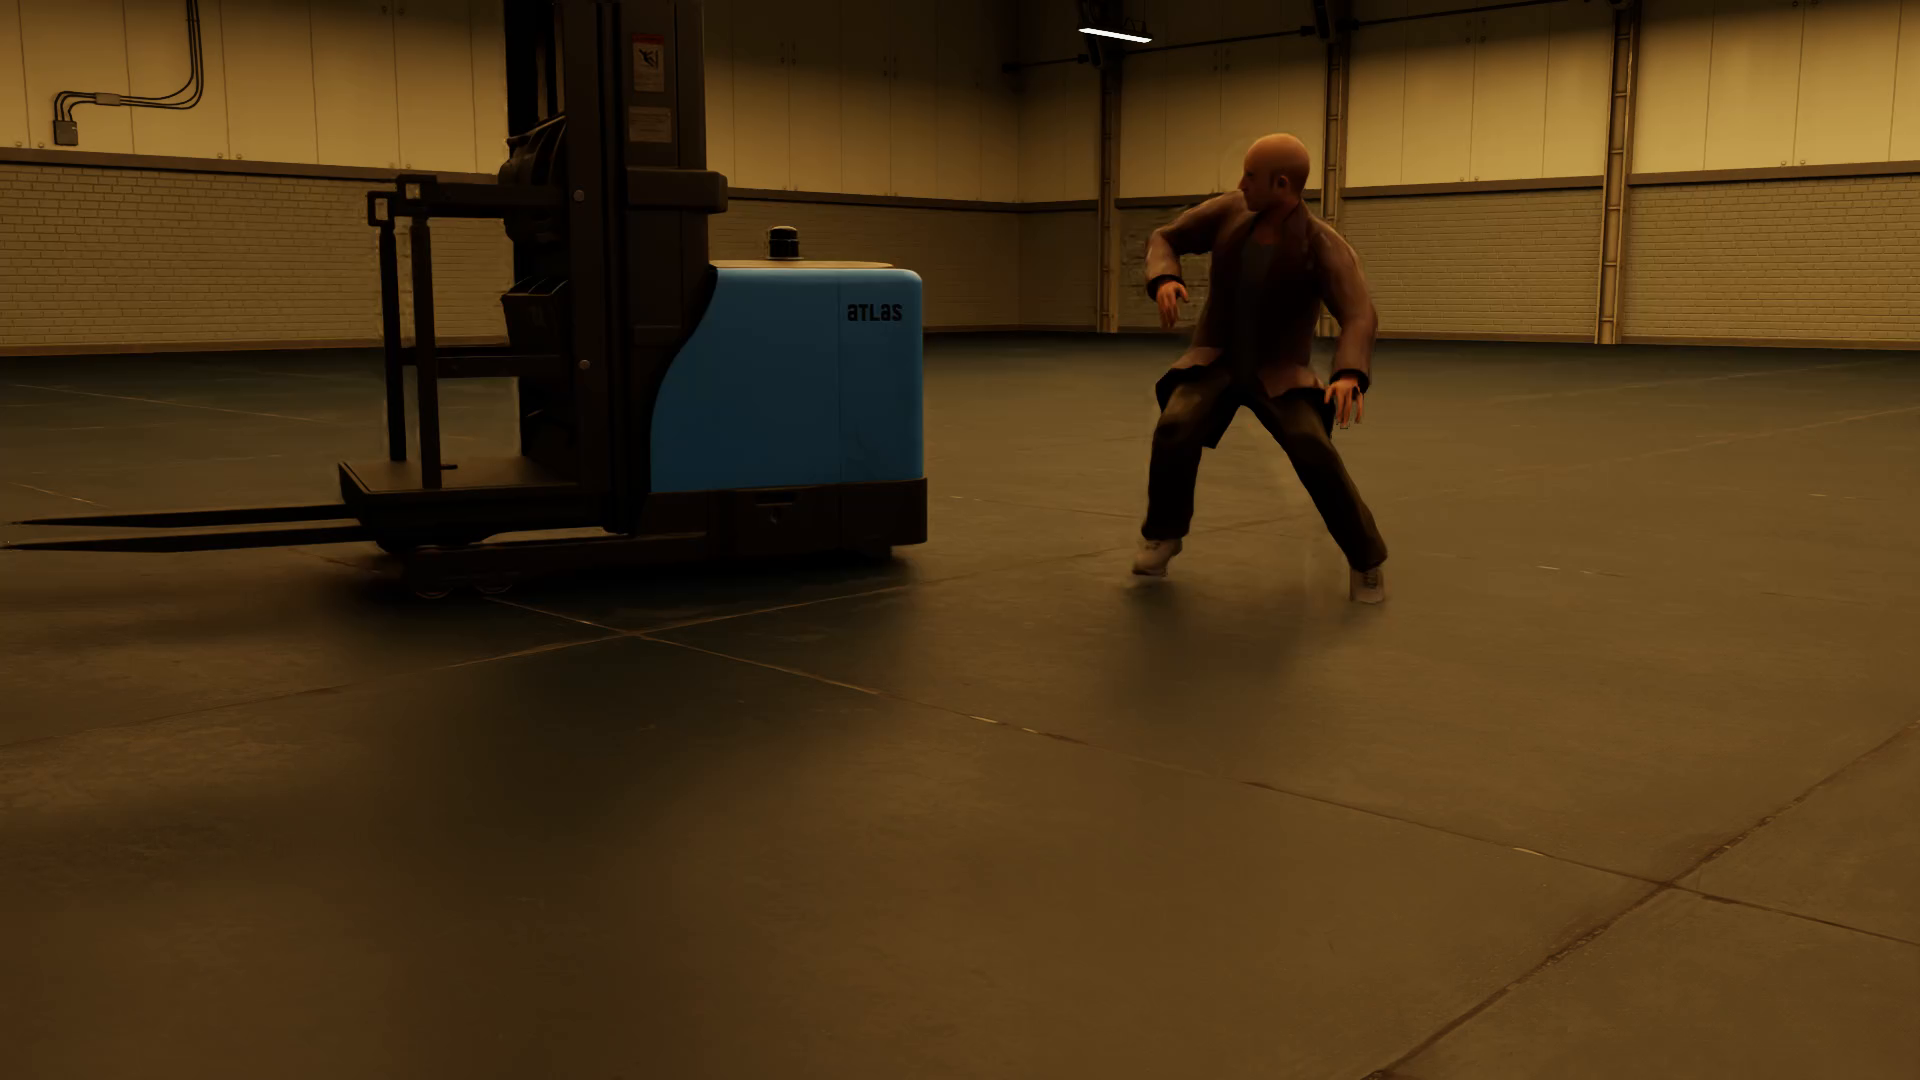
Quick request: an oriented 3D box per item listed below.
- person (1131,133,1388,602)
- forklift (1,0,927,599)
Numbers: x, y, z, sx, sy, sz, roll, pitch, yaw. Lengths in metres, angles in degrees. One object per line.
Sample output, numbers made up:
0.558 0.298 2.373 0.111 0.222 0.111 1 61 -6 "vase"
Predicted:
0.972 -0.536 5.457 0.879 1.542 0.861 3 9 21 "person"
-1.684 -1.345 5.806 3.031 2.935 1.130 -4 9 -24 "forklift"
